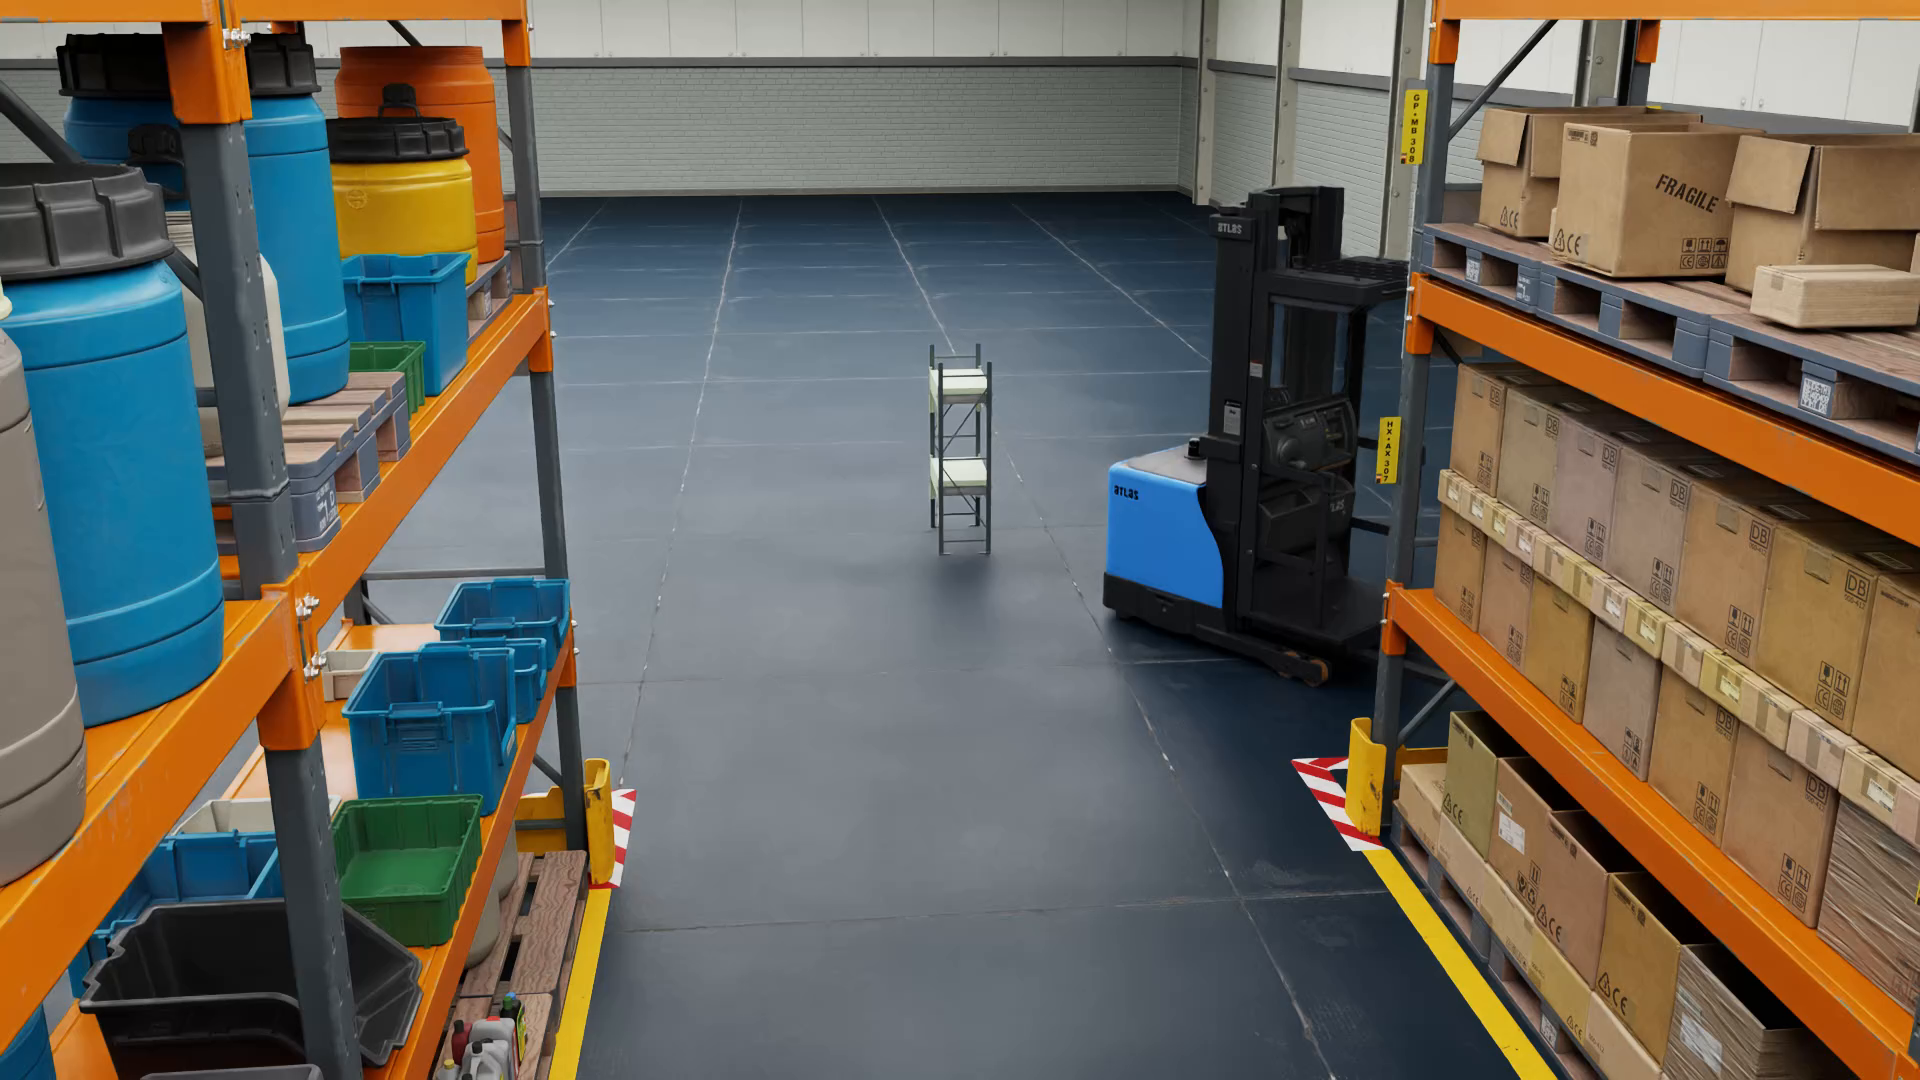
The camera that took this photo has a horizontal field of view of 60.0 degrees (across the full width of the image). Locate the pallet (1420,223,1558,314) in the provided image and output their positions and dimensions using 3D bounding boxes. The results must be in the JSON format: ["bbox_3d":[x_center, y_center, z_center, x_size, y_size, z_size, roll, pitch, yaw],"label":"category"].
[{"bbox_3d":[2.650,-1.171,7.039,1.003,0.211,1.213,-2,18,-6],"label":"pallet"}]

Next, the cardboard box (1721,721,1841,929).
[{"bbox_3d":[2.902,0.861,5.259,0.700,0.500,0.500,-2,18,-6],"label":"cardboard box"}]

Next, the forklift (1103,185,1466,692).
[{"bbox_3d":[2.367,-0.665,10.402,1.130,2.935,3.031,-16,23,-41],"label":"forklift"}]

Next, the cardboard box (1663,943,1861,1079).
[{"bbox_3d":[2.710,1.671,5.484,0.500,0.500,0.500,-2,18,-6],"label":"cardboard box"}]

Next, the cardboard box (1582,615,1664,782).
[{"bbox_3d":[2.800,0.559,6.221,0.700,0.500,0.500,-1,17,-4],"label":"cardboard box"}]

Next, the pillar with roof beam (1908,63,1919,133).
[{"bbox_3d":[3.561,-4.483,12.433,9.100,9.000,0.400,-2,18,-6],"label":"pillar with roof beam"}]

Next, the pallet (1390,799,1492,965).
[{"bbox_3d":[2.723,1.563,7.845,1.003,0.211,1.213,-2,18,-6],"label":"pallet"}]

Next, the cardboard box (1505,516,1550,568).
[{"bbox_3d":[2.507,0.001,6.917,0.380,0.149,0.250,-2,18,-6],"label":"cardboard box"}]

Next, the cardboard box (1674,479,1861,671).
[{"bbox_3d":[2.859,0.100,5.519,0.700,0.500,0.500,-2,18,-6],"label":"cardboard box"}]

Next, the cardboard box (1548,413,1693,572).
[{"bbox_3d":[2.756,-0.198,6.468,0.700,0.500,0.500,-2,18,-5],"label":"cardboard box"}]

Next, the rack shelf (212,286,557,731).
[{"bbox_3d":[-2.119,-0.334,5.426,1.077,0.370,4.000,-2,18,-6],"label":"rack shelf"}]

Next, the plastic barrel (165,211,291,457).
[{"bbox_3d":[-1.761,-0.469,3.768,0.421,0.512,0.421,0,17,0],"label":"plastic barrel"}]

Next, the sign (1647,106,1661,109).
[{"bbox_3d":[3.144,-1.822,7.619,0.100,0.325,0.005,-2,18,-6],"label":"sign"}]

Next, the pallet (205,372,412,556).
[{"bbox_3d":[-2.084,-0.203,4.123,1.213,0.211,1.003,-2,18,-6],"label":"pallet"}]

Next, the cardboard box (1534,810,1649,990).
[{"bbox_3d":[2.589,1.374,6.431,0.500,0.500,0.500,-2,18,-6],"label":"cardboard box"}]

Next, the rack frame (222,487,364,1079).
[{"bbox_3d":[-1.912,1.350,3.869,1.000,3.000,0.127,-2,18,-6],"label":"rack frame"}]

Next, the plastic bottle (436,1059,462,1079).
[{"bbox_3d":[-1.808,1.944,5.915,0.097,0.201,0.097,0,17,0],"label":"plastic bottle"}]

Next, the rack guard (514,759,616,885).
[{"bbox_3d":[-2.270,1.372,7.972,1.175,0.500,0.348,-2,18,-6],"label":"rack guard"}]

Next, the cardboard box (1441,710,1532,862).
[{"bbox_3d":[2.490,1.076,7.381,0.500,0.500,0.500,-2,18,-6],"label":"cardboard box"}]

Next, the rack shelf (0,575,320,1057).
[{"bbox_3d":[-1.706,0.858,1.630,1.077,0.370,4.000,-2,18,-6],"label":"rack shelf"}]

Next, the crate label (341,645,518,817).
[{"bbox_3d":[-1.866,0.681,5.940,0.502,0.435,0.616,-2,18,-6],"label":"crate label"}]

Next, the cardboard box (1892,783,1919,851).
[{"bbox_3d":[2.774,0.766,4.478,0.380,0.149,0.250,-2,18,-6],"label":"cardboard box"}]

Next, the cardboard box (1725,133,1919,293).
[{"bbox_3d":[2.971,-1.044,5.380,0.797,0.503,0.637,0,17,0],"label":"cardboard box"}]

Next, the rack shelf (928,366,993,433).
[{"bbox_3d":[-0.001,-1.090,12.842,0.431,0.370,0.720,-2,18,-6],"label":"rack shelf"}]

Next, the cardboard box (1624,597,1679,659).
[{"bbox_3d":[2.614,0.309,5.935,0.380,0.149,0.250,-1,17,-4],"label":"cardboard box"}]

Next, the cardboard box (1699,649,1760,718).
[{"bbox_3d":[2.671,0.463,5.444,0.380,0.149,0.250,-2,18,-6],"label":"cardboard box"}]

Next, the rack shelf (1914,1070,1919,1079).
[{"bbox_3d":[3.221,2.137,2.563,1.077,0.370,4.000,-2,18,-6],"label":"rack shelf"}]

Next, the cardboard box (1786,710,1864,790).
[{"bbox_3d":[2.721,0.615,4.961,0.380,0.149,0.250,-2,18,-7],"label":"cardboard box"}]

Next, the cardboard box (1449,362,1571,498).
[{"bbox_3d":[2.643,-0.505,7.445,0.700,0.500,0.500,-2,18,-5],"label":"cardboard box"}]

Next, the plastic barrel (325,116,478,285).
[{"bbox_3d":[-2.081,-1.227,6.055,0.600,0.588,0.600,0,17,0],"label":"plastic barrel"}]

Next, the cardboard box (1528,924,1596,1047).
[{"bbox_3d":[2.590,1.731,6.544,0.500,0.250,0.500,-2,18,-6],"label":"cardboard box"}]

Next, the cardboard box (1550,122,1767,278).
[{"bbox_3d":[2.502,-1.236,5.998,0.500,0.500,0.500,-2,18,-6],"label":"cardboard box"}]

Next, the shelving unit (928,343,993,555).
[{"bbox_3d":[-0.001,-0.718,12.959,0.431,1.500,0.755,-2,18,-6],"label":"shelving unit"}]

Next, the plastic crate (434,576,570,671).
[{"bbox_3d":[-1.976,0.369,7.242,0.499,0.251,0.616,-2,18,-6],"label":"plastic crate"}]

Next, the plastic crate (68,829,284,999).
[{"bbox_3d":[-2.297,1.100,4.915,0.499,0.251,0.616,-2,18,-6],"label":"plastic crate"}]

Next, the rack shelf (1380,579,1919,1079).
[{"bbox_3d":[2.809,0.945,6.359,1.077,0.370,4.000,-2,18,-6],"label":"rack shelf"}]

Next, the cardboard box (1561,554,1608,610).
[{"bbox_3d":[2.564,0.156,6.421,0.380,0.149,0.250,-2,18,-6],"label":"cardboard box"}]

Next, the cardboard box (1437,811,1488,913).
[{"bbox_3d":[2.492,1.433,7.493,0.500,0.250,0.500,-2,18,-6],"label":"cardboard box"}]

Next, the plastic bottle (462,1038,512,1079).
[{"bbox_3d":[-1.686,1.899,5.934,0.152,0.276,0.135,-2,18,-7],"label":"plastic bottle"}]

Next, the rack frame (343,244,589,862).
[{"bbox_3d":[-2.325,0.158,7.665,1.000,3.000,0.127,-2,18,-6],"label":"rack frame"}]

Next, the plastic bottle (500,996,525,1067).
[{"bbox_3d":[-1.669,1.812,6.197,0.061,0.283,0.133,-1,17,-4],"label":"plastic bottle"}]

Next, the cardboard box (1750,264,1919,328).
[{"bbox_3d":[2.619,-0.731,4.975,0.380,0.149,0.250,-2,18,-6],"label":"cardboard box"}]

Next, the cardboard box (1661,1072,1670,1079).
[{"bbox_3d":[2.708,2.029,5.596,0.500,0.250,0.500,-2,18,-6],"label":"cardboard box"}]

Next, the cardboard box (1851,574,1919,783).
[{"bbox_3d":[2.963,0.399,4.564,0.700,0.500,0.500,-2,18,-5],"label":"cardboard box"}]

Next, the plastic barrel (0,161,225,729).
[{"bbox_3d":[-1.644,-0.176,2.884,0.600,0.901,0.708,-2,18,-6],"label":"plastic barrel"}]

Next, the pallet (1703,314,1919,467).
[{"bbox_3d":[2.901,-0.444,4.724,1.003,0.211,1.213,-2,18,-6],"label":"pallet"}]

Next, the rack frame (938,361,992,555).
[{"bbox_3d":[0.037,-0.609,12.611,0.400,1.500,0.023,-2,18,-6],"label":"rack frame"}]

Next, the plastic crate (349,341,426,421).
[{"bbox_3d":[-1.804,-0.459,4.976,0.336,0.188,0.450,-2,18,-6],"label":"plastic crate"}]

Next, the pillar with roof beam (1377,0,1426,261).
[{"bbox_3d":[2.323,-8.058,23.821,9.100,9.000,0.400,-2,18,-6],"label":"pillar with roof beam"}]

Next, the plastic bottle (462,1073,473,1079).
[{"bbox_3d":[-1.646,1.968,5.590,0.144,0.351,0.185,-2,18,-6],"label":"plastic bottle"}]

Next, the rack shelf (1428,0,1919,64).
[{"bbox_3d":[2.809,-1.726,5.520,1.077,0.370,4.000,-2,18,-6],"label":"rack shelf"}]

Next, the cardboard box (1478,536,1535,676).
[{"bbox_3d":[2.697,0.254,7.192,0.700,0.500,0.500,-1,17,-4],"label":"cardboard box"}]

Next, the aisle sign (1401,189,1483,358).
[{"bbox_3d":[2.291,-1.244,7.792,0.394,0.787,0.004,-2,18,-6],"label":"aisle sign"}]

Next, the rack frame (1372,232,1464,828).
[{"bbox_3d":[2.602,0.006,8.149,1.000,3.000,0.127,-2,18,-6],"label":"rack frame"}]

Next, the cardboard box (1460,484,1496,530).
[{"bbox_3d":[2.459,-0.149,7.393,0.380,0.149,0.250,-2,18,-7],"label":"cardboard box"}]

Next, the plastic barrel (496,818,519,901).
[{"bbox_3d":[-2.181,1.339,7.358,0.421,0.512,0.421,0,17,0],"label":"plastic barrel"}]

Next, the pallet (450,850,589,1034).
[{"bbox_3d":[-2.192,1.752,7.244,1.003,0.211,1.213,-2,18,-6],"label":"pallet"}]

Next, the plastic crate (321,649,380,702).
[{"bbox_3d":[-2.553,0.561,6.824,0.298,0.136,0.250,-2,18,-6],"label":"plastic crate"}]

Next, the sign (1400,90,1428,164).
[{"bbox_3d":[2.050,-1.864,7.508,0.100,0.325,0.005,-2,18,-6],"label":"sign"}]
